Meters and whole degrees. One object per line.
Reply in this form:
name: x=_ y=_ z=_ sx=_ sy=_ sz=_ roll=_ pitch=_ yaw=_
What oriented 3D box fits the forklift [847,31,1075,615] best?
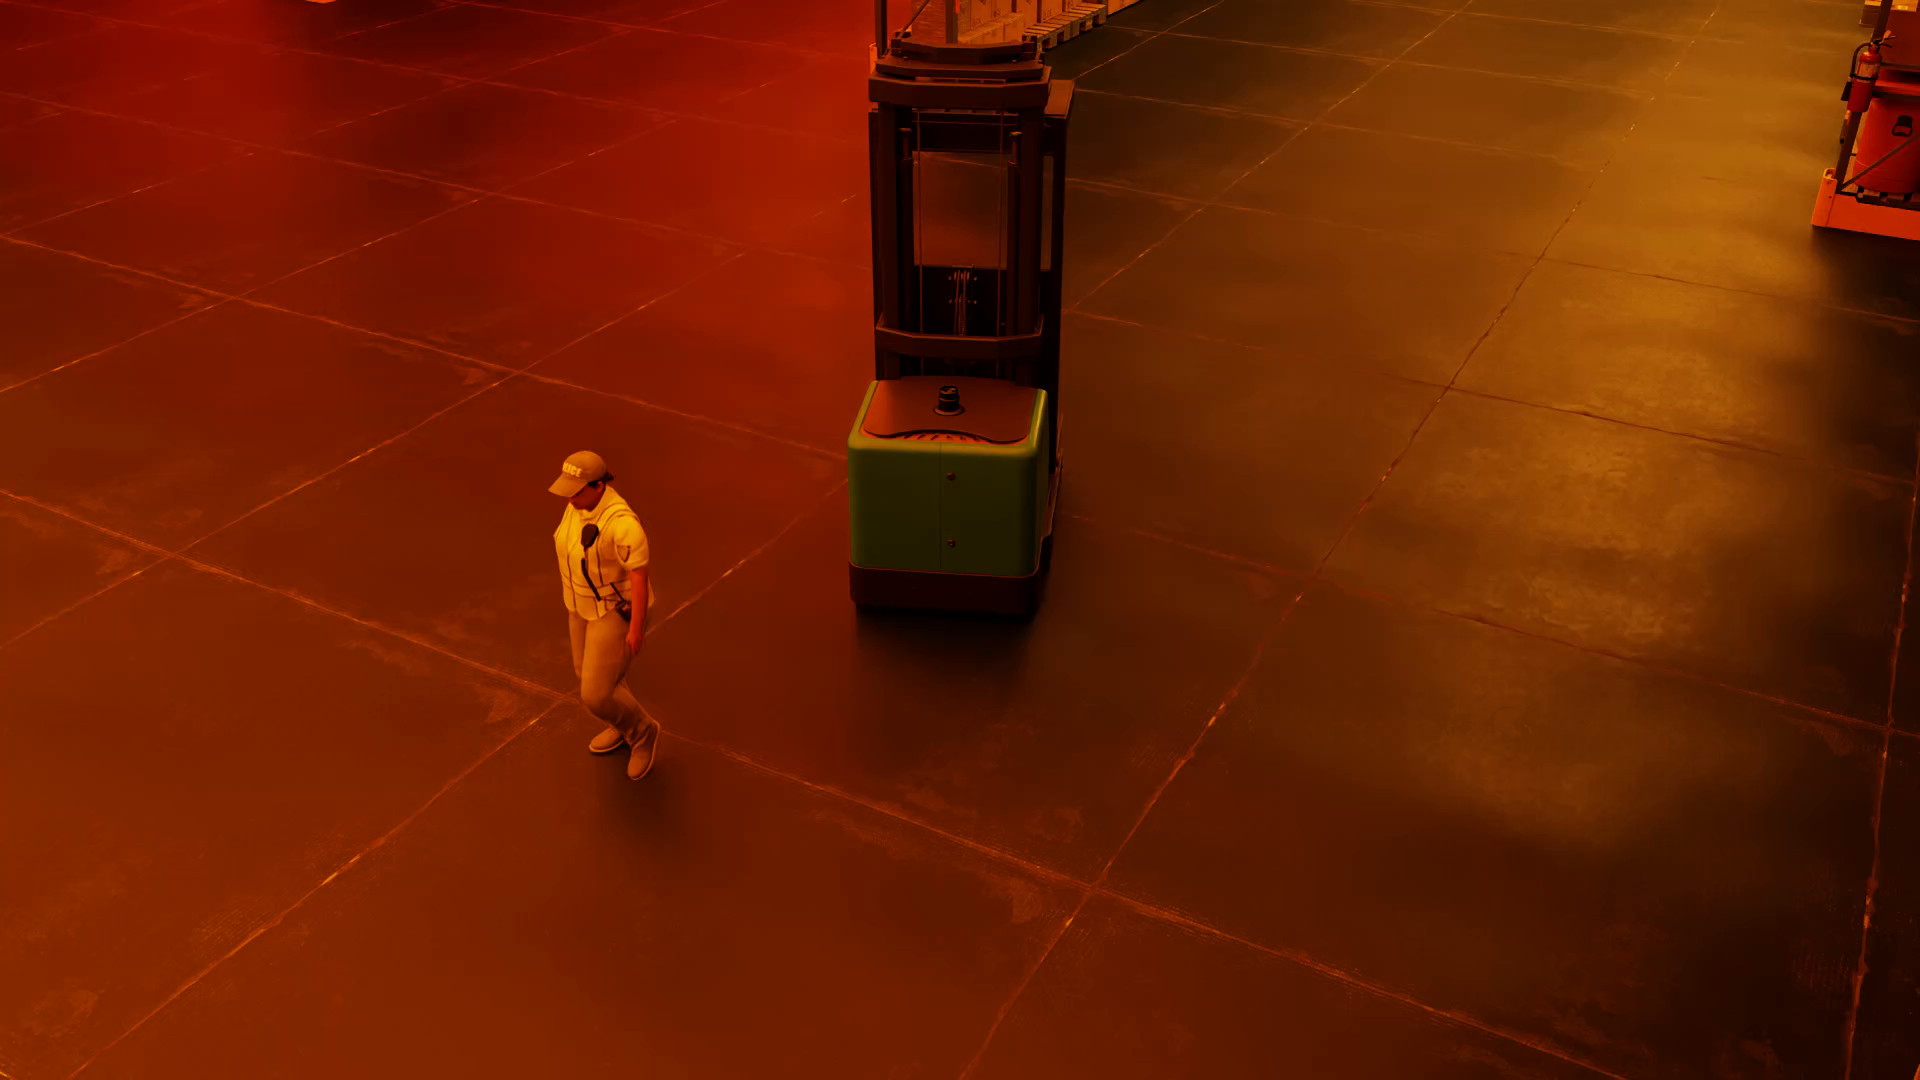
forklift: x=0.072 y=-1.572 z=9.794 sx=1.130 sy=2.935 sz=3.031 roll=3 pitch=30 yaw=6

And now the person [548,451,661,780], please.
person: x=-1.686 y=0.343 z=7.779 sx=0.490 sy=1.659 sz=0.592 roll=-26 pitch=39 yaw=-37
